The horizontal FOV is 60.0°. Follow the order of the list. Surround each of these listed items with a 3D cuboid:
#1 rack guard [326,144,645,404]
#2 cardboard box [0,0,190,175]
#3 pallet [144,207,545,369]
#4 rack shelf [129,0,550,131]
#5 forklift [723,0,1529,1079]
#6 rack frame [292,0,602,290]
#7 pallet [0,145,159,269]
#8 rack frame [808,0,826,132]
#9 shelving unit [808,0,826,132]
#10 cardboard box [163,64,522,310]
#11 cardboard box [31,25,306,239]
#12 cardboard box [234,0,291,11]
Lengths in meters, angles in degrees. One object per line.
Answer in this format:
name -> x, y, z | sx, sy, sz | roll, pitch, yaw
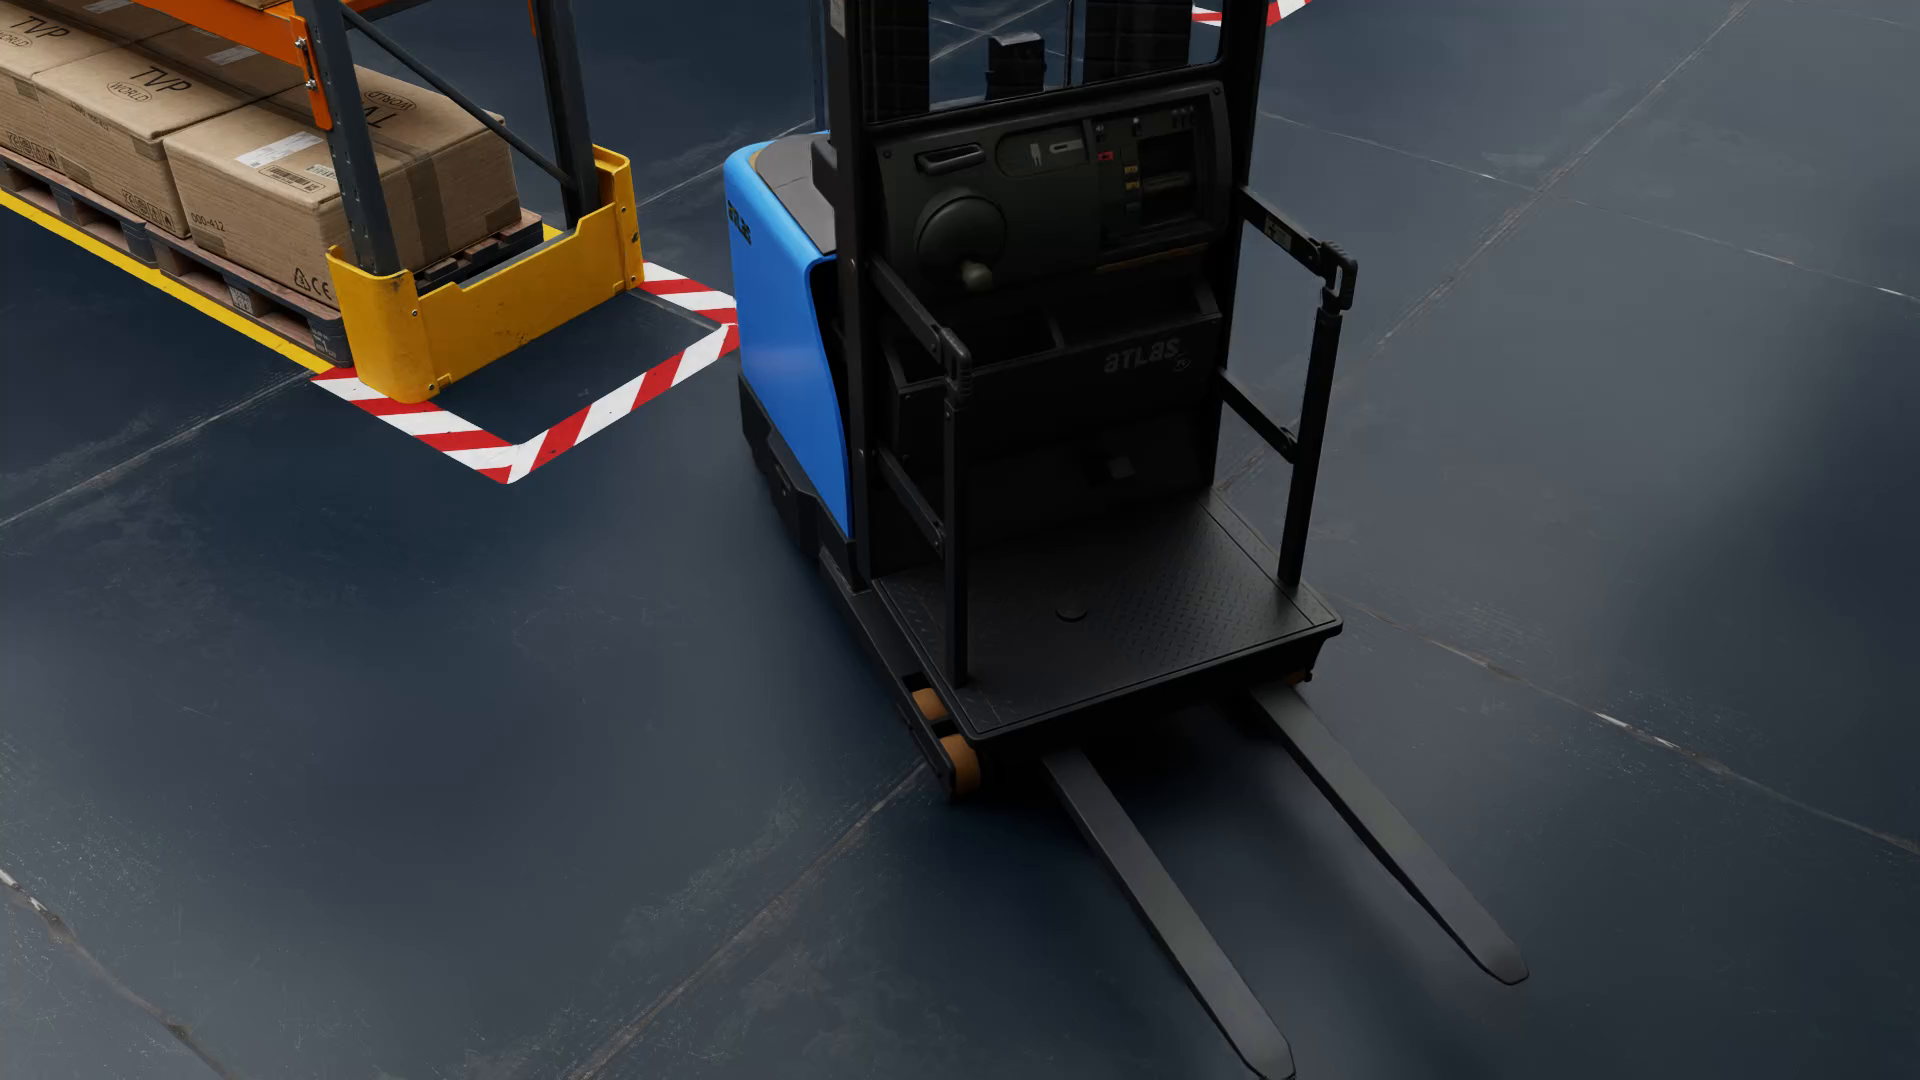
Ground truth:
rack guard -> -1.708, -1.009, 6.133 | 0.348, 0.500, 1.175 | 25, 45, 29
cardboard box -> -3.760, -2.034, 7.152 | 0.875, 0.438, 0.875 | 24, 44, 27
pallet -> -2.410, -1.165, 6.567 | 1.213, 0.211, 1.003 | 25, 45, 29
rack shelf -> -3.316, -2.468, 6.552 | 4.000, 0.370, 1.077 | 25, 45, 29
forklift -> 0.333, -0.786, 3.876 | 1.130, 2.935, 3.031 | -15, 41, -19
rack frame -> -1.728, -2.002, 5.374 | 0.127, 3.000, 1.000 | 25, 45, 29
pallet -> -3.375, -1.622, 7.151 | 1.213, 0.211, 1.003 | 25, 45, 29
rack frame -> -0.476, -1.328, 5.729 | 0.032, 1.500, 0.500 | -3, 38, -4
shelving unit -> 0.030, -1.357, 5.767 | 1.048, 1.500, 0.538 | -3, 38, -4
cardboard box -> -2.312, -1.357, 6.287 | 0.875, 0.438, 0.875 | 24, 44, 27
cardboard box -> -3.045, -1.695, 6.720 | 0.875, 0.438, 0.875 | 27, 45, 30
cardboard box -> -2.271, -2.092, 5.408 | 0.500, 0.500, 0.500 | 26, 45, 29
